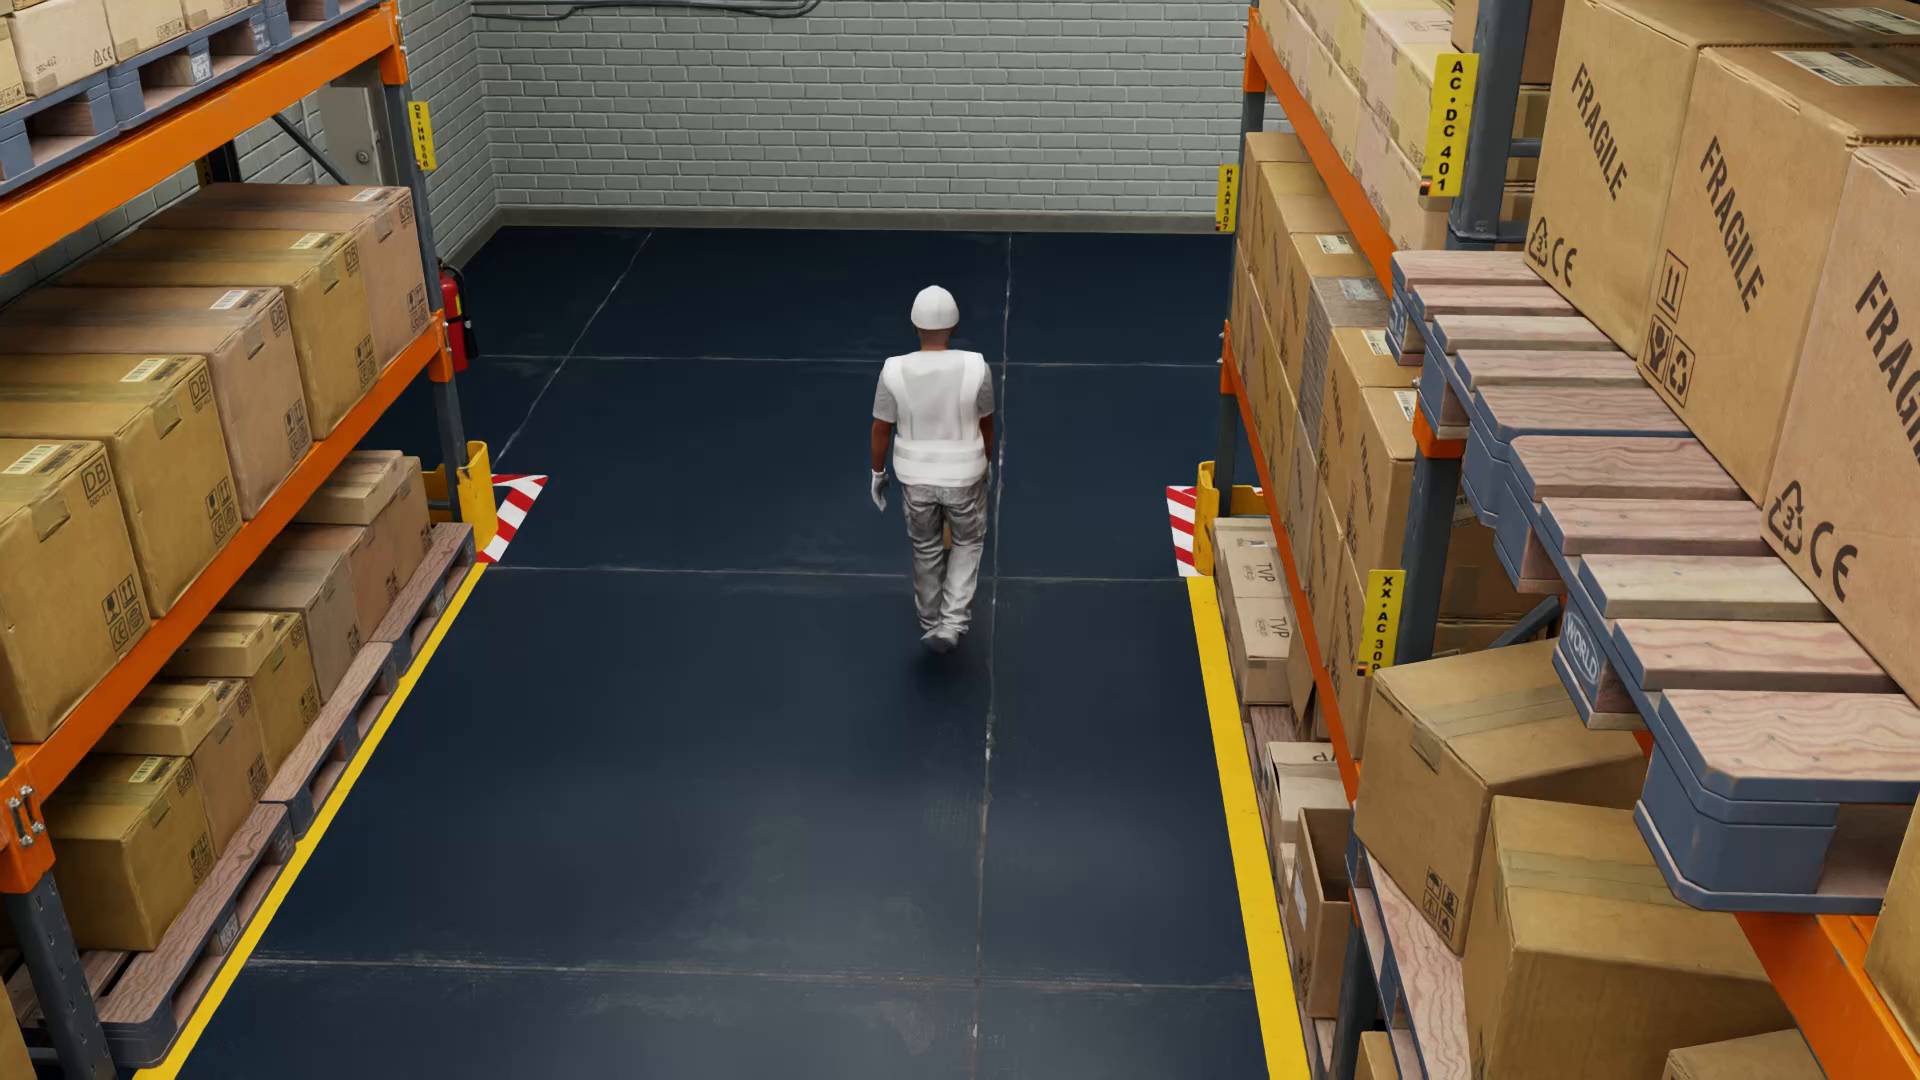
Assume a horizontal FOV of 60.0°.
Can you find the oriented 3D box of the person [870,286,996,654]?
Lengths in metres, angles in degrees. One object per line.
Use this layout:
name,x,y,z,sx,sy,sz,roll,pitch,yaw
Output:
person,-0.129,-0.278,7.611,0.573,1.784,0.646,3,28,5
